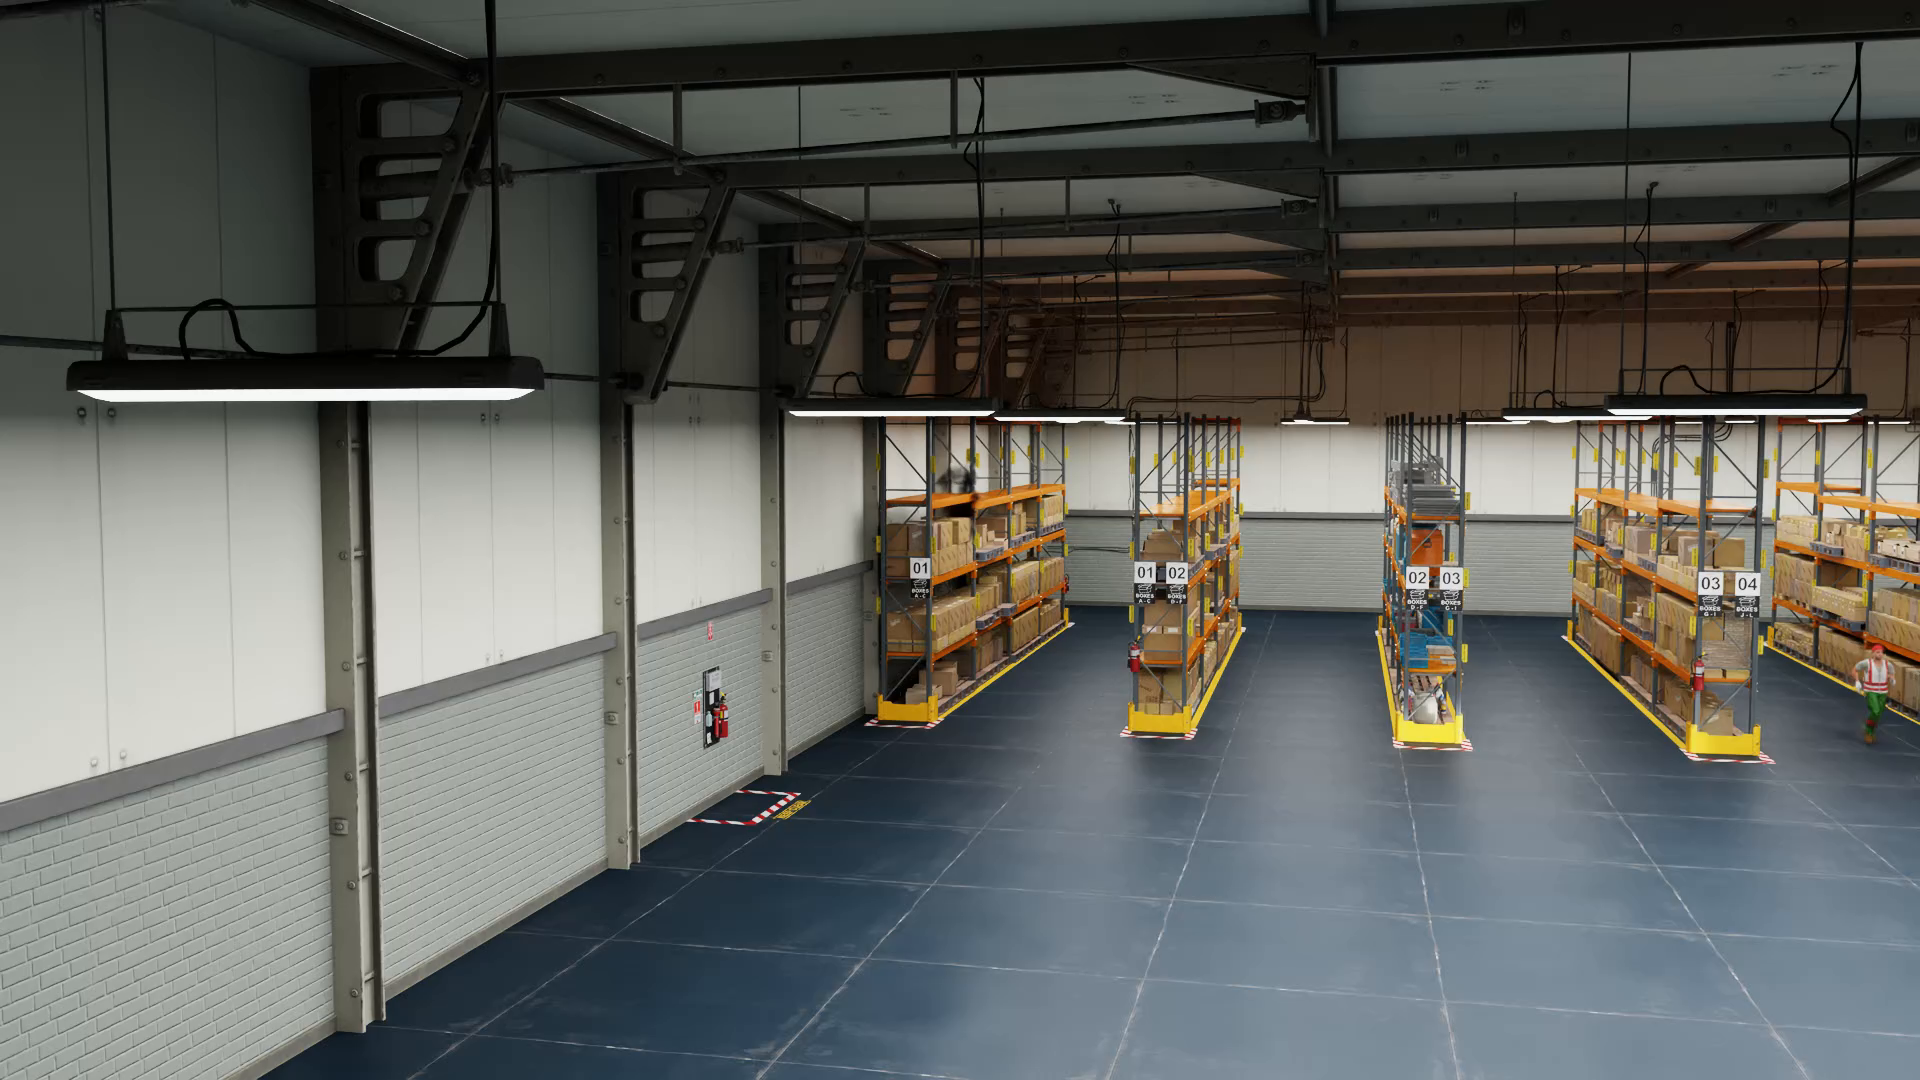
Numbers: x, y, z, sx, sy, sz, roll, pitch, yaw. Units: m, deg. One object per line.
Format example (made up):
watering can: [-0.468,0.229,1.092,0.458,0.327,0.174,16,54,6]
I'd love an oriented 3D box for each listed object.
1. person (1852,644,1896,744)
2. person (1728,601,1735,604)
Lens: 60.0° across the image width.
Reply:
person: [16.644,2.801,30.187,0.642,1.816,0.734,0,4,1]
person: [20.374,1.909,44.428,0.743,1.622,0.815,-3,5,-42]
